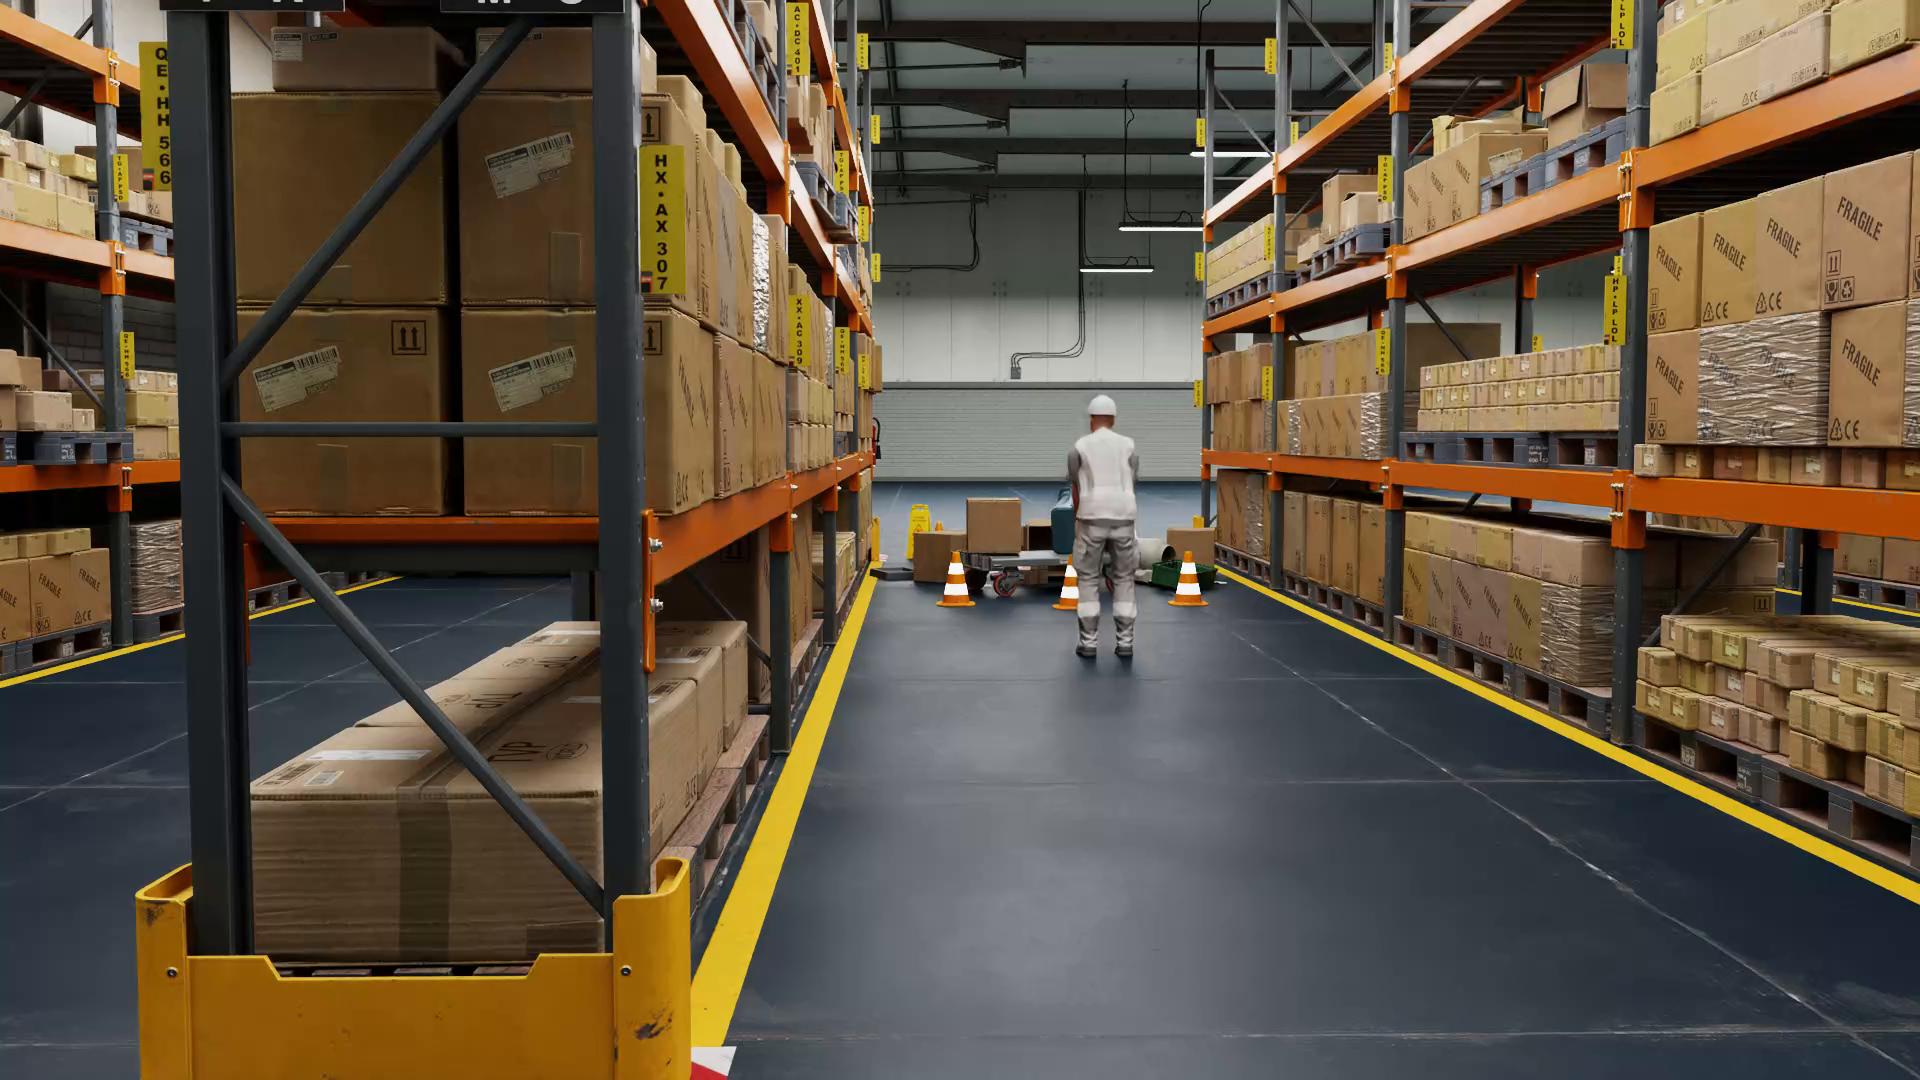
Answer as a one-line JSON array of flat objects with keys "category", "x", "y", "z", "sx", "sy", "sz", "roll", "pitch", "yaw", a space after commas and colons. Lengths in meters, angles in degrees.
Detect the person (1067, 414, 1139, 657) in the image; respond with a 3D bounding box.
[{"category": "person", "x": 13.230, "y": -0.631, "z": 19.857, "sx": 25.717, "sy": 1.716, "sz": 16.635, "roll": 0, "pitch": 4, "yaw": -2}]
